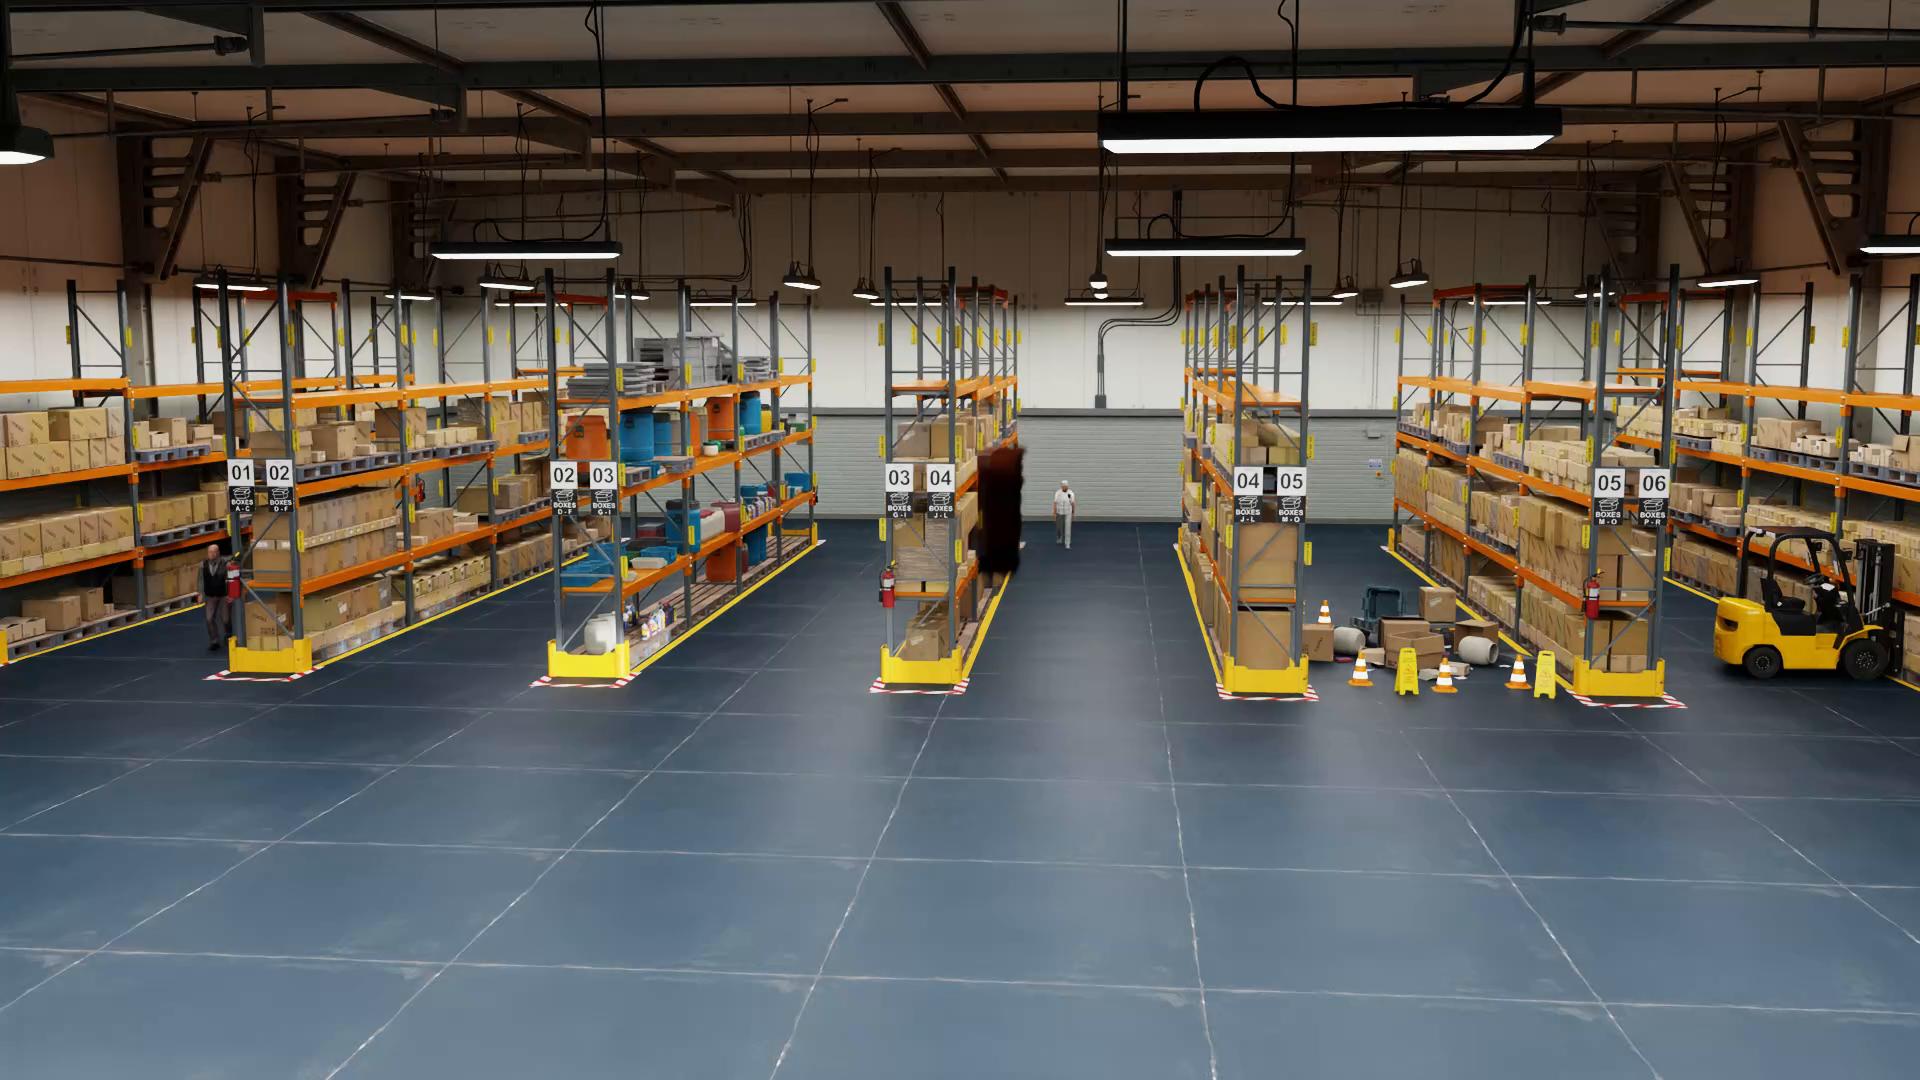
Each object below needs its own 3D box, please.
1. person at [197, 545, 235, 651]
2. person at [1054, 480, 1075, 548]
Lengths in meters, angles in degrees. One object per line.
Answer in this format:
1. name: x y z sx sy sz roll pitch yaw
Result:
1. person: -11.988 0.907 26.900 0.632 1.705 0.598 -1 7 -7
2. person: 2.495 -0.640 39.755 0.501 1.603 1.043 1 7 5
